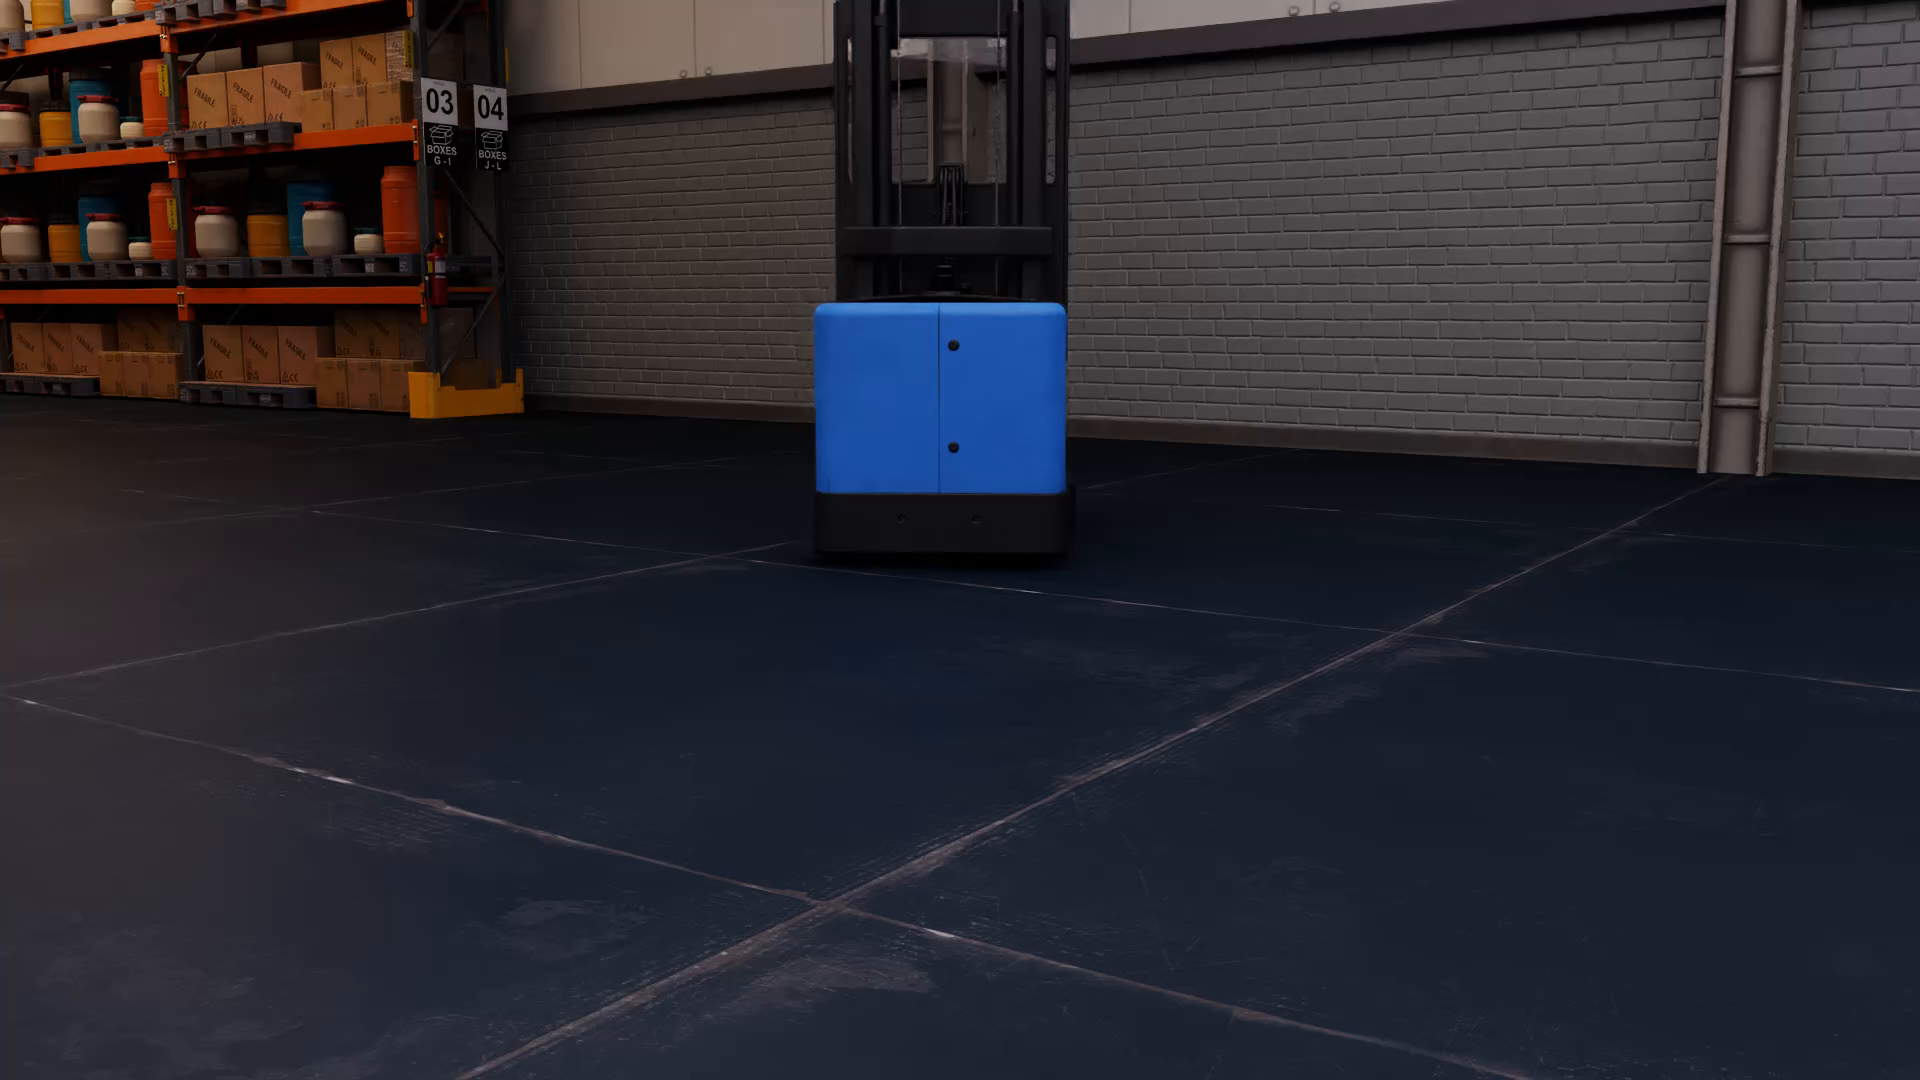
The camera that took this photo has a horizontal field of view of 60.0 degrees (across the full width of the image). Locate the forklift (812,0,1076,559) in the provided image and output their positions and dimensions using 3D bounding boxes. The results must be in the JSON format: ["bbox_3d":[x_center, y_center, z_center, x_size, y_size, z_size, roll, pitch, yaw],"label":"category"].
[{"bbox_3d":[-0.029,-1.541,8.032,1.130,2.935,3.031,0,8,2],"label":"forklift"}]
